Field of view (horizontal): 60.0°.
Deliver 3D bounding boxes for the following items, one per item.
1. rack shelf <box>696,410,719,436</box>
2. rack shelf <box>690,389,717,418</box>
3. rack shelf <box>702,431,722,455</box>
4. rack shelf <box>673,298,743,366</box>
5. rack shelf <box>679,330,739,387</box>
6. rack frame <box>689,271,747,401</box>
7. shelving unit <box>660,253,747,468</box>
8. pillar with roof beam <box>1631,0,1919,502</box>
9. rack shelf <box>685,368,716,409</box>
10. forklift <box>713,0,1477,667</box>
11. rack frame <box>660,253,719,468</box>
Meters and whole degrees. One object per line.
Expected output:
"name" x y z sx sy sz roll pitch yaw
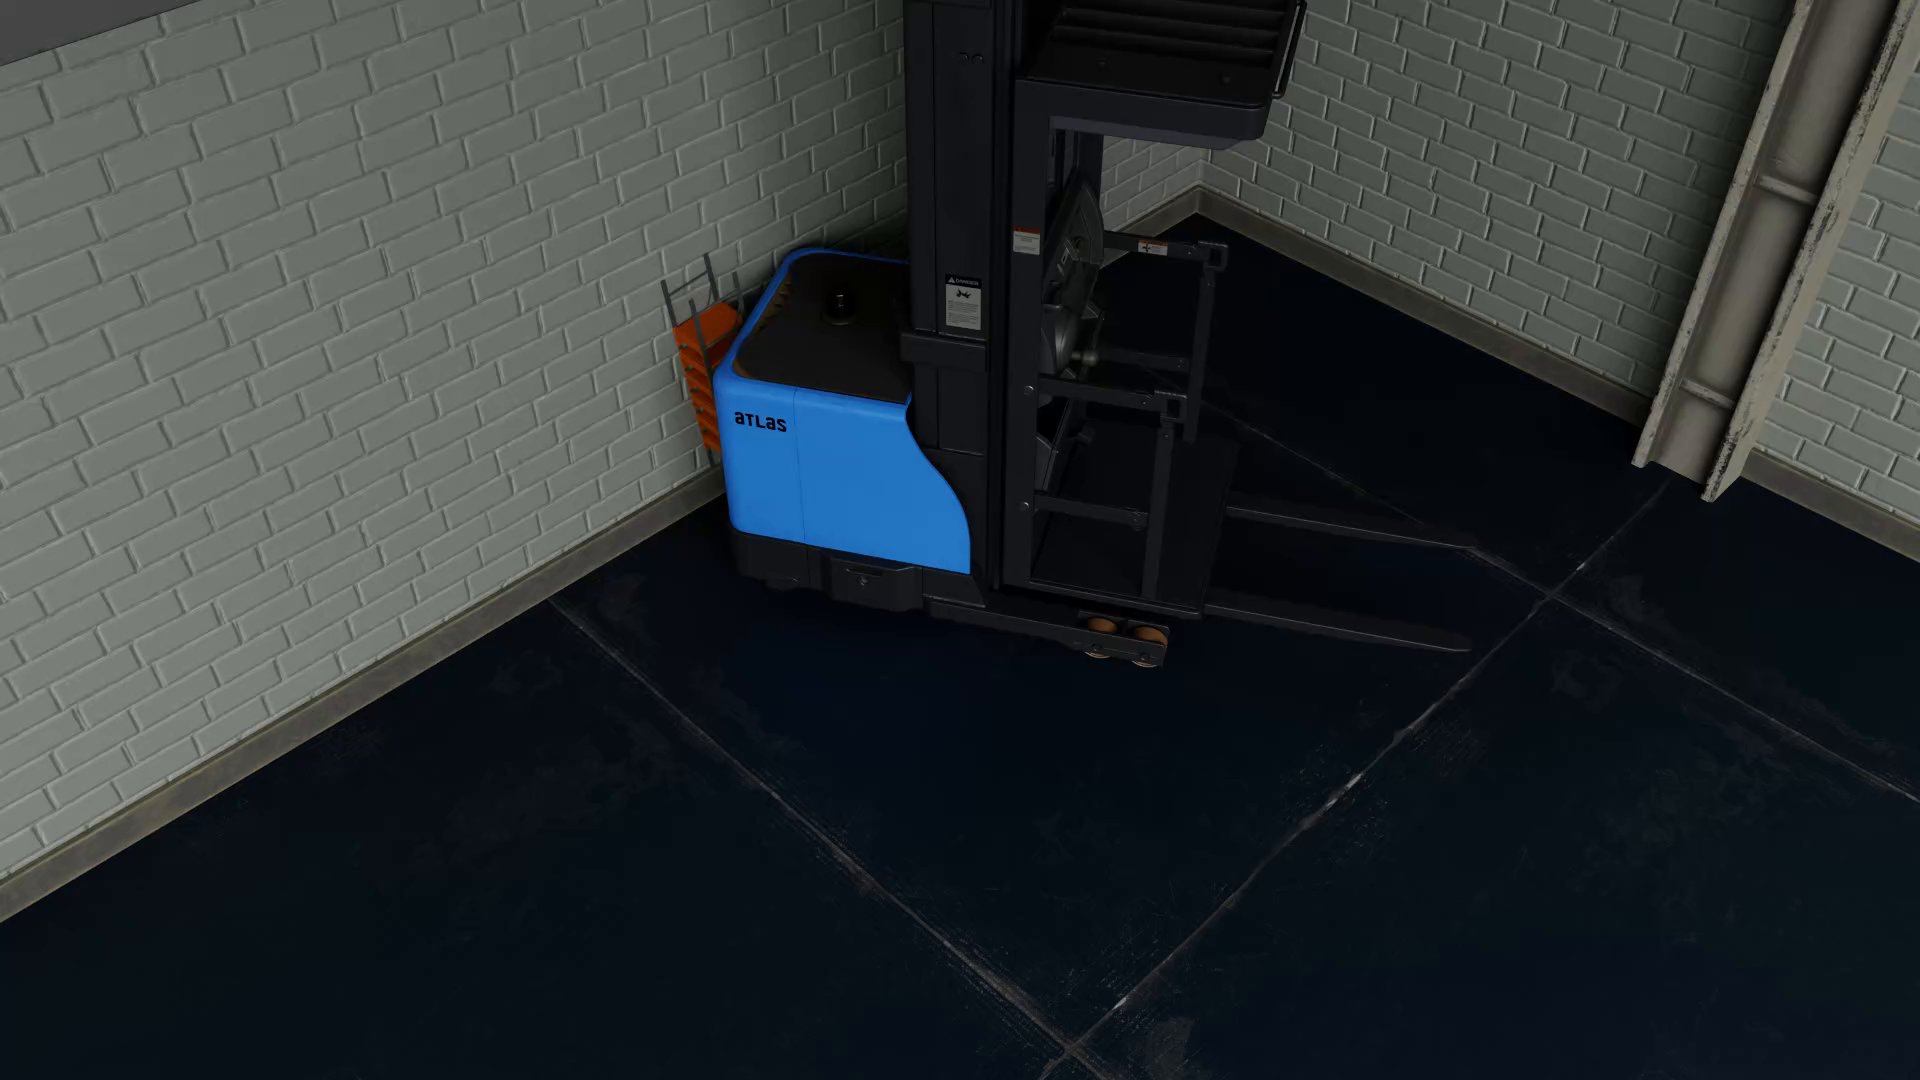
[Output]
"rack shelf" -0.977 -0.531 7.168 0.258 0.103 0.180 -38 54 -26
"rack shelf" -0.987 -0.612 7.080 0.258 0.103 0.180 -38 54 -26
"rack shelf" -0.967 -0.450 7.256 0.258 0.103 0.180 -38 54 -26
"rack shelf" -1.016 -0.855 6.816 0.258 0.103 0.180 -38 54 -26
"rack shelf" -1.006 -0.774 6.904 0.258 0.103 0.180 -38 54 -26
"rack frame" -0.926 -0.597 6.999 0.240 1.200 0.006 -38 54 -26
"shelving unit" -0.990 -0.642 7.047 0.258 1.200 0.189 -38 54 -26
"pillar with roof beam" 0.277 -1.575 2.324 9.100 9.000 0.400 -34 53 -31
"rack shelf" -0.996 -0.693 6.992 0.258 0.103 0.180 -38 54 -26
"forklift" 0.607 -0.967 6.136 3.031 2.935 1.130 10 44 11
"rack frame" -1.054 -0.686 7.096 0.240 1.200 0.006 -38 54 -26
